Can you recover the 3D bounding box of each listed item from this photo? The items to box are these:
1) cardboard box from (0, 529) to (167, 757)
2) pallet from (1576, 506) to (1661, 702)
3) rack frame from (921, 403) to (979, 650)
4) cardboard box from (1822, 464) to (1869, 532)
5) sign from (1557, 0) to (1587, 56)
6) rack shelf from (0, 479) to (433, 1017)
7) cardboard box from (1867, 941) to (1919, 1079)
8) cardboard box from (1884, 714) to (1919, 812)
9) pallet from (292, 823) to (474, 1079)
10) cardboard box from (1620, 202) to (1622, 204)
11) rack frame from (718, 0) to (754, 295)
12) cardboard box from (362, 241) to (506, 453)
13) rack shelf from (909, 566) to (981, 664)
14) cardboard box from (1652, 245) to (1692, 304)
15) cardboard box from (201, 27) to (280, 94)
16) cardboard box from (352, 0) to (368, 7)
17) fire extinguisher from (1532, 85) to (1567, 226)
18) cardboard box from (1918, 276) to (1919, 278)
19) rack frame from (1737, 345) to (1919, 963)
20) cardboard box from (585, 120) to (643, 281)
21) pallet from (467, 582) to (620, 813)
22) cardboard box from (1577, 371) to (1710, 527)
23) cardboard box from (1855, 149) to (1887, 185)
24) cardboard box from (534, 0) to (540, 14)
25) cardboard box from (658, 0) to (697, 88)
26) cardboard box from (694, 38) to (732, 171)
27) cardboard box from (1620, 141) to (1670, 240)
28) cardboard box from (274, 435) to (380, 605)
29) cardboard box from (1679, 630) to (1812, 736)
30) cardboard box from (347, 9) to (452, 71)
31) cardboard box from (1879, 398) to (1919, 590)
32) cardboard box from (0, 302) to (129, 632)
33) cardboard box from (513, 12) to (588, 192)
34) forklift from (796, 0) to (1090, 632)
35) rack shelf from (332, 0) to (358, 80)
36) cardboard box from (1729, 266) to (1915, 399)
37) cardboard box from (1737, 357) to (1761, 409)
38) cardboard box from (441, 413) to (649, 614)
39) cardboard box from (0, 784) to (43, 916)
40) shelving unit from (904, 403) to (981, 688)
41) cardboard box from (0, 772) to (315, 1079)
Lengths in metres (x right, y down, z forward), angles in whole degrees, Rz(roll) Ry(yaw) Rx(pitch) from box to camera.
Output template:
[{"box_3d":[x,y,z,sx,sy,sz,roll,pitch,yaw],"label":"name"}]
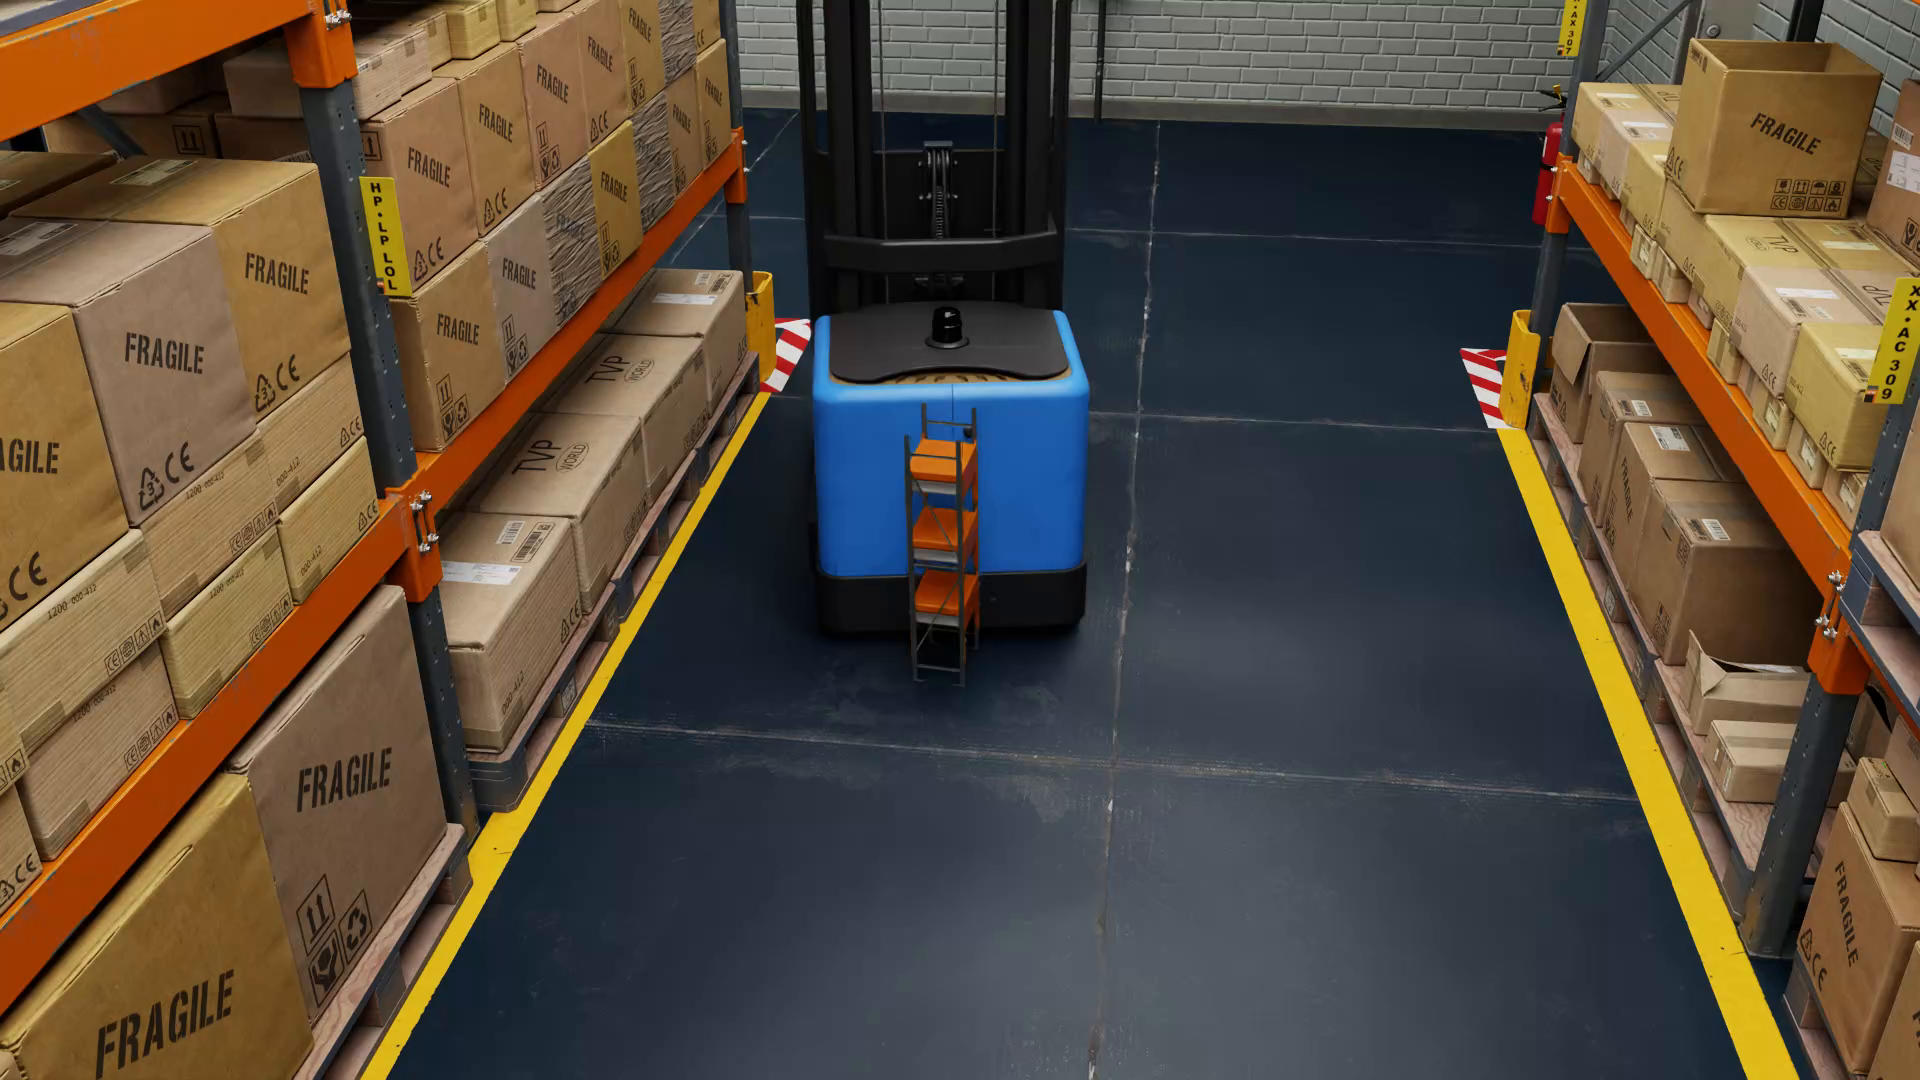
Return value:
[{"box_3d":[-2.004,0.184,3.376,0.500,0.250,0.500,4,29,7],"label":"cardboard box"},{"box_3d":[3.079,0.252,6.560,1.003,0.211,1.213,3,28,6],"label":"pallet"},{"box_3d":[-0.031,-0.032,6.168,0.200,1.050,0.008,6,33,12],"label":"rack frame"},{"box_3d":[2.635,-0.131,4.595,0.380,0.149,0.250,4,29,7],"label":"cardboard box"},{"box_3d":[2.798,-2.372,7.577,0.100,0.325,0.005,3,28,6],"label":"sign"},{"box_3d":[-2.325,0.895,3.185,1.077,0.370,4.000,3,28,6],"label":"rack shelf"},{"box_3d":[2.508,1.305,3.858,0.500,0.500,0.500,3,28,6],"label":"cardboard box"},{"box_3d":[2.599,0.580,4.207,0.380,0.149,0.250,3,28,5],"label":"cardboard box"},{"box_3d":[-2.100,1.232,4.740,1.003,0.211,1.213,3,28,6],"label":"pallet"},{"box_3d":[3.041,-1.462,7.066,0.380,0.149,0.250,3,28,6],"label":"cardboard box"},{"box_3d":[-1.590,-2.246,8.256,1.000,3.000,0.127,3,28,6],"label":"rack frame"},{"box_3d":[-1.763,-0.613,5.119,0.500,0.500,0.500,4,29,8],"label":"cardboard box"},{"box_3d":[-0.054,0.276,6.222,0.215,0.259,0.240,6,33,12],"label":"rack shelf"},{"box_3d":[2.805,-0.981,6.174,0.380,0.149,0.250,4,29,7],"label":"cardboard box"},{"box_3d":[-2.218,-1.414,4.869,0.380,0.149,0.250,4,29,7],"label":"cardboard box"},{"box_3d":[-2.170,-1.771,5.531,0.380,0.149,0.250,3,28,6],"label":"cardboard box"},{"box_3d":[2.896,-1.857,8.009,0.296,0.674,0.183,3,28,6],"label":"fire extinguisher"},{"box_3d":[3.230,-0.595,5.037,0.500,0.250,0.500,3,28,6],"label":"cardboard box"},{"box_3d":[2.847,-0.076,4.229,1.000,3.000,0.127,3,28,6],"label":"rack frame"},{"box_3d":[-1.567,-1.326,6.443,0.500,0.500,0.500,4,29,8],"label":"cardboard box"},{"box_3d":[-1.909,0.511,6.079,1.003,0.211,1.213,3,28,6],"label":"pallet"},{"box_3d":[3.024,-0.361,6.951,0.700,0.500,0.500,4,29,8],"label":"cardboard box"},{"box_3d":[3.414,-1.317,6.376,0.500,0.250,0.500,4,29,8],"label":"cardboard box"},{"box_3d":[-1.677,-1.871,5.716,0.380,0.149,0.250,3,28,6],"label":"cardboard box"},{"box_3d":[-1.448,-2.242,7.089,0.500,0.500,0.500,3,29,6],"label":"cardboard box"},{"box_3d":[-1.387,-2.048,7.783,0.500,0.500,0.500,4,29,6],"label":"cardboard box"},{"box_3d":[2.893,-1.350,6.438,0.500,0.250,0.500,3,28,5],"label":"cardboard box"},{"box_3d":[-1.885,-0.071,4.378,0.500,0.250,0.500,3,28,5],"label":"cardboard box"},{"box_3d":[2.667,0.495,5.608,0.396,0.266,0.258,4,29,8],"label":"cardboard box"},{"box_3d":[-1.779,-1.511,5.048,0.380,0.149,0.250,3,28,6],"label":"cardboard box"},{"box_3d":[2.565,-0.091,3.707,0.700,0.500,0.500,4,29,7],"label":"cardboard box"},{"box_3d":[-2.023,-0.141,3.189,0.500,0.500,0.500,4,29,8],"label":"cardboard box"},{"box_3d":[-1.639,-1.535,5.778,0.500,0.500,0.500,4,29,7],"label":"cardboard box"},{"box_3d":[-0.119,-1.599,7.128,1.130,2.935,3.031,-2,28,-3],"label":"forklift"},{"box_3d":[-1.835,-2.308,5.968,1.077,0.370,4.000,3,28,6],"label":"rack shelf"},{"box_3d":[2.714,-0.632,5.105,0.500,0.250,0.500,3,29,6],"label":"cardboard box"},{"box_3d":[2.712,-0.500,5.280,0.380,0.149,0.250,4,29,8],"label":"cardboard box"},{"box_3d":[-1.788,-0.131,6.589,0.875,0.438,0.875,3,28,5],"label":"cardboard box"},{"box_3d":[-2.088,0.648,3.042,0.500,0.250,0.500,3,28,6],"label":"cardboard box"},{"box_3d":[-0.059,0.032,6.068,0.215,1.050,0.252,6,33,12],"label":"shelving unit"},{"box_3d":[-2.180,1.110,3.825,0.875,0.875,0.875,4,29,8],"label":"cardboard box"}]
